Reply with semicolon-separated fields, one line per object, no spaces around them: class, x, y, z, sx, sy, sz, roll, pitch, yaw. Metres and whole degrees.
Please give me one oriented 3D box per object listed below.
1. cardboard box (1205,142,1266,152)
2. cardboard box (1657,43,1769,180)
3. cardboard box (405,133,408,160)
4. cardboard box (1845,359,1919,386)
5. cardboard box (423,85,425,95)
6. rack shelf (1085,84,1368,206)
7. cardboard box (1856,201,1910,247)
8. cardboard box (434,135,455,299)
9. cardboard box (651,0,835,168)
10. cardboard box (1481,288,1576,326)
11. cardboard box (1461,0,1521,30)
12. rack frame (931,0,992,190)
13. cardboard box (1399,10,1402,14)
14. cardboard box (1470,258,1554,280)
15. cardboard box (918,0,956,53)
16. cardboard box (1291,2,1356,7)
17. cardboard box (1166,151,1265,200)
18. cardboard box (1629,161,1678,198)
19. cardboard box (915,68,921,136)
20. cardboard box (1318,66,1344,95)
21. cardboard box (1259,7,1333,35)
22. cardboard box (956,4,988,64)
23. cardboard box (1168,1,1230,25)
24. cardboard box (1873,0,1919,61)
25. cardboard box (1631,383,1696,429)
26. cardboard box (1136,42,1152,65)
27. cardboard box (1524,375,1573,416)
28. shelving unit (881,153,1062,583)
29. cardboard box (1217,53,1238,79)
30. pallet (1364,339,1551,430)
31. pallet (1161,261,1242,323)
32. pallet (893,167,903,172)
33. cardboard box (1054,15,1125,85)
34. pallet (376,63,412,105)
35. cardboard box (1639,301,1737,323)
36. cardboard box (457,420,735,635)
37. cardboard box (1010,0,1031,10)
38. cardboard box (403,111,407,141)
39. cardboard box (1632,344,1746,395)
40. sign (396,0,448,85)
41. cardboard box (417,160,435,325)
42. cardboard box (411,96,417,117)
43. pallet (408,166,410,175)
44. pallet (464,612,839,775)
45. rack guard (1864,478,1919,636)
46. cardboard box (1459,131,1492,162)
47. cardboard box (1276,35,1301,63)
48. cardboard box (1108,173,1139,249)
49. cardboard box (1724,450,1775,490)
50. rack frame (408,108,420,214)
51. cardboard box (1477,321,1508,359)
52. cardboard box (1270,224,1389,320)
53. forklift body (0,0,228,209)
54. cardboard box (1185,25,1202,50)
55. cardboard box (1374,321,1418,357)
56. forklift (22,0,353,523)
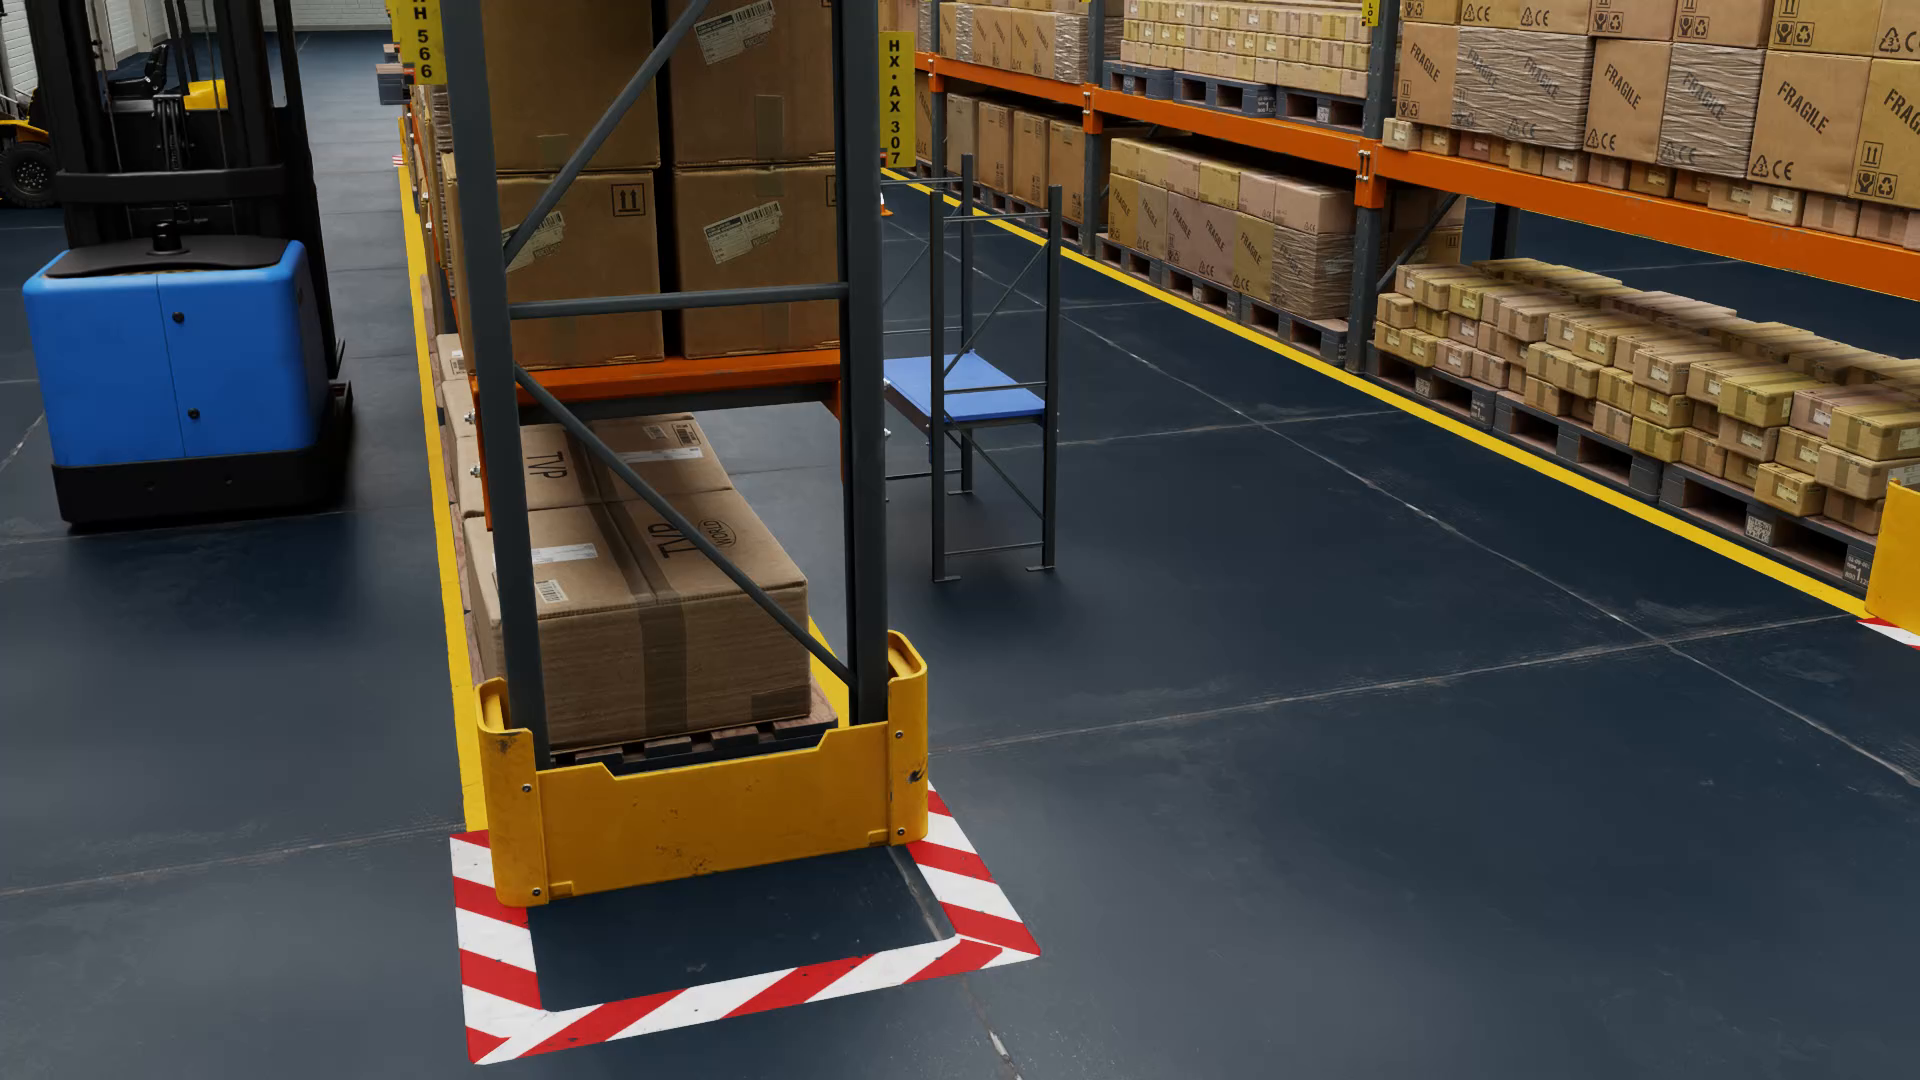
cardboard box;2.098;-2.731;12.049;0.500;0.250;0.500;-6;21;-16
cardboard box;3.269;-1.773;6.828;0.500;0.500;0.500;-6;21;-17
cardboard box;-5.573;-4.169;17.531;0.500;0.250;0.500;-6;21;-15
cardboard box;3.979;-0.652;7.010;0.380;0.149;0.250;-6;21;-17
cardboard box;-1.722;-1.878;6.080;0.500;0.500;0.500;-6;21;-16
rack shelf;2.094;-2.729;11.140;1.077;0.370;4.000;-6;21;-17
cardboard box;3.566;-1.182;6.141;0.380;0.149;0.250;-6;21;-17
cardboard box;-1.405;-1.084;5.349;0.500;0.500;0.500;-6;21;-16
cardboard box;-0.568;-1.285;4.430;0.500;0.500;0.500;-7;21;-18
cardboard box;2.894;-1.177;8.472;0.380;0.149;0.250;-7;21;-19
cardboard box;2.810;-2.748;8.062;0.500;0.500;0.500;-7;21;-19
rack frame;0.208;-4.993;16.379;1.000;3.000;0.127;-6;21;-17
cardboard box;2.864;-3.131;10.068;0.380;0.149;0.250;-6;21;-17
cardboard box;3.081;-1.475;9.301;0.380;0.149;0.250;-6;21;-16
cardboard box;0.081;-5.180;16.680;0.875;0.550;0.550;-6;21;-17
cardboard box;2.459;-3.545;11.218;0.380;0.149;0.250;-5;20;-15
cardboard box;1.755;-2.513;11.443;0.500;0.250;0.500;-6;21;-17
cardboard box;3.189;-1.604;7.317;0.380;0.149;0.250;-6;21;-16
cardboard box;-0.210;-4.688;18.054;0.875;0.875;0.875;-6;21;-17
cardboard box;2.327;-2.694;9.731;0.380;0.149;0.250;-6;21;-17
cardboard box;2.090;-3.226;10.330;0.380;0.149;0.250;-7;21;-19
cardboard box;0.277;-4.680;15.362;0.500;0.500;0.500;-6;21;-17
cardboard box;1.669;-3.649;11.509;0.380;0.149;0.250;-7;21;-19
cardboard box;3.600;-1.920;5.757;0.500;0.500;0.500;-7;21;-18
cardboard box;3.203;-0.608;7.328;0.380;0.149;0.250;-6;21;-16
cardboard box;1.498;-3.537;12.078;0.380;0.149;0.250;-5;20;-15
cardboard box;2.978;-0.718;8.075;0.380;0.149;0.250;-7;21;-19
shelving unit;-0.027;-0.733;6.739;0.538;1.500;1.048;-6;21;-17
cardboard box;1.913;-3.114;10.900;0.380;0.149;0.250;-7;21;-19
pallet;2.967;-0.901;9.113;1.003;0.211;1.213;-6;21;-17
pallet;2.089;-1.755;11.490;1.003;0.211;1.213;-6;21;-17
pallet;-0.344;-4.325;18.645;1.003;0.211;1.213;-6;21;-17
cardboard box;1.069;-3.872;13.111;0.500;0.500;0.500;-6;21;-17
pallet;-3.527;-3.278;11.888;1.213;0.211;1.003;-6;21;-17
cardboard box;3.561;-1.064;8.157;0.380;0.149;0.250;-7;21;-19
cardboard box;-1.286;-0.069;5.841;0.875;0.438;0.875;-6;21;-16
cardboard box;0.849;-4.862;14.389;0.700;0.500;0.500;-7;21;-18
cardboard box;-5.399;-4.349;16.925;0.500;0.500;0.500;-6;21;-16
cardboard box;3.188;-0.747;7.275;0.380;0.149;0.250;-6;21;-15
sign;-1.207;-1.187;3.719;0.100;0.325;0.005;-6;21;-17
cardboard box;-2.788;-1.831;10.099;0.875;0.875;0.875;-6;21;-17
cardboard box;-3.287;-2.896;10.764;0.500;0.250;0.500;-7;21;-18
pallet;-5.471;-4.117;18.065;1.003;0.211;1.213;-6;21;-17
pallet;-1.013;0.481;5.266;1.003;0.211;1.213;-6;21;-17
rack guard;3.956;0.010;6.148;1.175;0.500;0.348;-6;21;-17
cardboard box;2.786;-2.026;8.493;0.380;0.149;0.250;-7;21;-20
cardboard box;2.160;-3.003;10.150;0.380;0.149;0.250;-7;21;-19
cardboard box;1.445;-2.476;12.449;0.500;0.500;0.500;-7;21;-20
cardboard box;3.438;-0.310;6.939;0.380;0.149;0.250;-6;21;-17
rack frame;-4.460;-4.434;14.824;1.000;3.000;0.127;-6;21;-17
cardboard box;2.890;-1.038;8.525;0.380;0.149;0.250;-7;21;-20
cardboard box;2.251;-1.657;10.170;0.500;0.500;0.500;-7;21;-18
forklift body;-8.100;-4.375;15.916;2.313;2.155;1.214;-6;21;-17
cardboard box;1.758;-3.419;11.308;0.380;0.149;0.250;-6;21;-17
cardboard box;2.532;-1.130;9.222;0.380;0.149;0.250;-7;21;-20
forklift;-3.666;-1.916;7.915;1.130;2.935;3.031;-6;21;-16
